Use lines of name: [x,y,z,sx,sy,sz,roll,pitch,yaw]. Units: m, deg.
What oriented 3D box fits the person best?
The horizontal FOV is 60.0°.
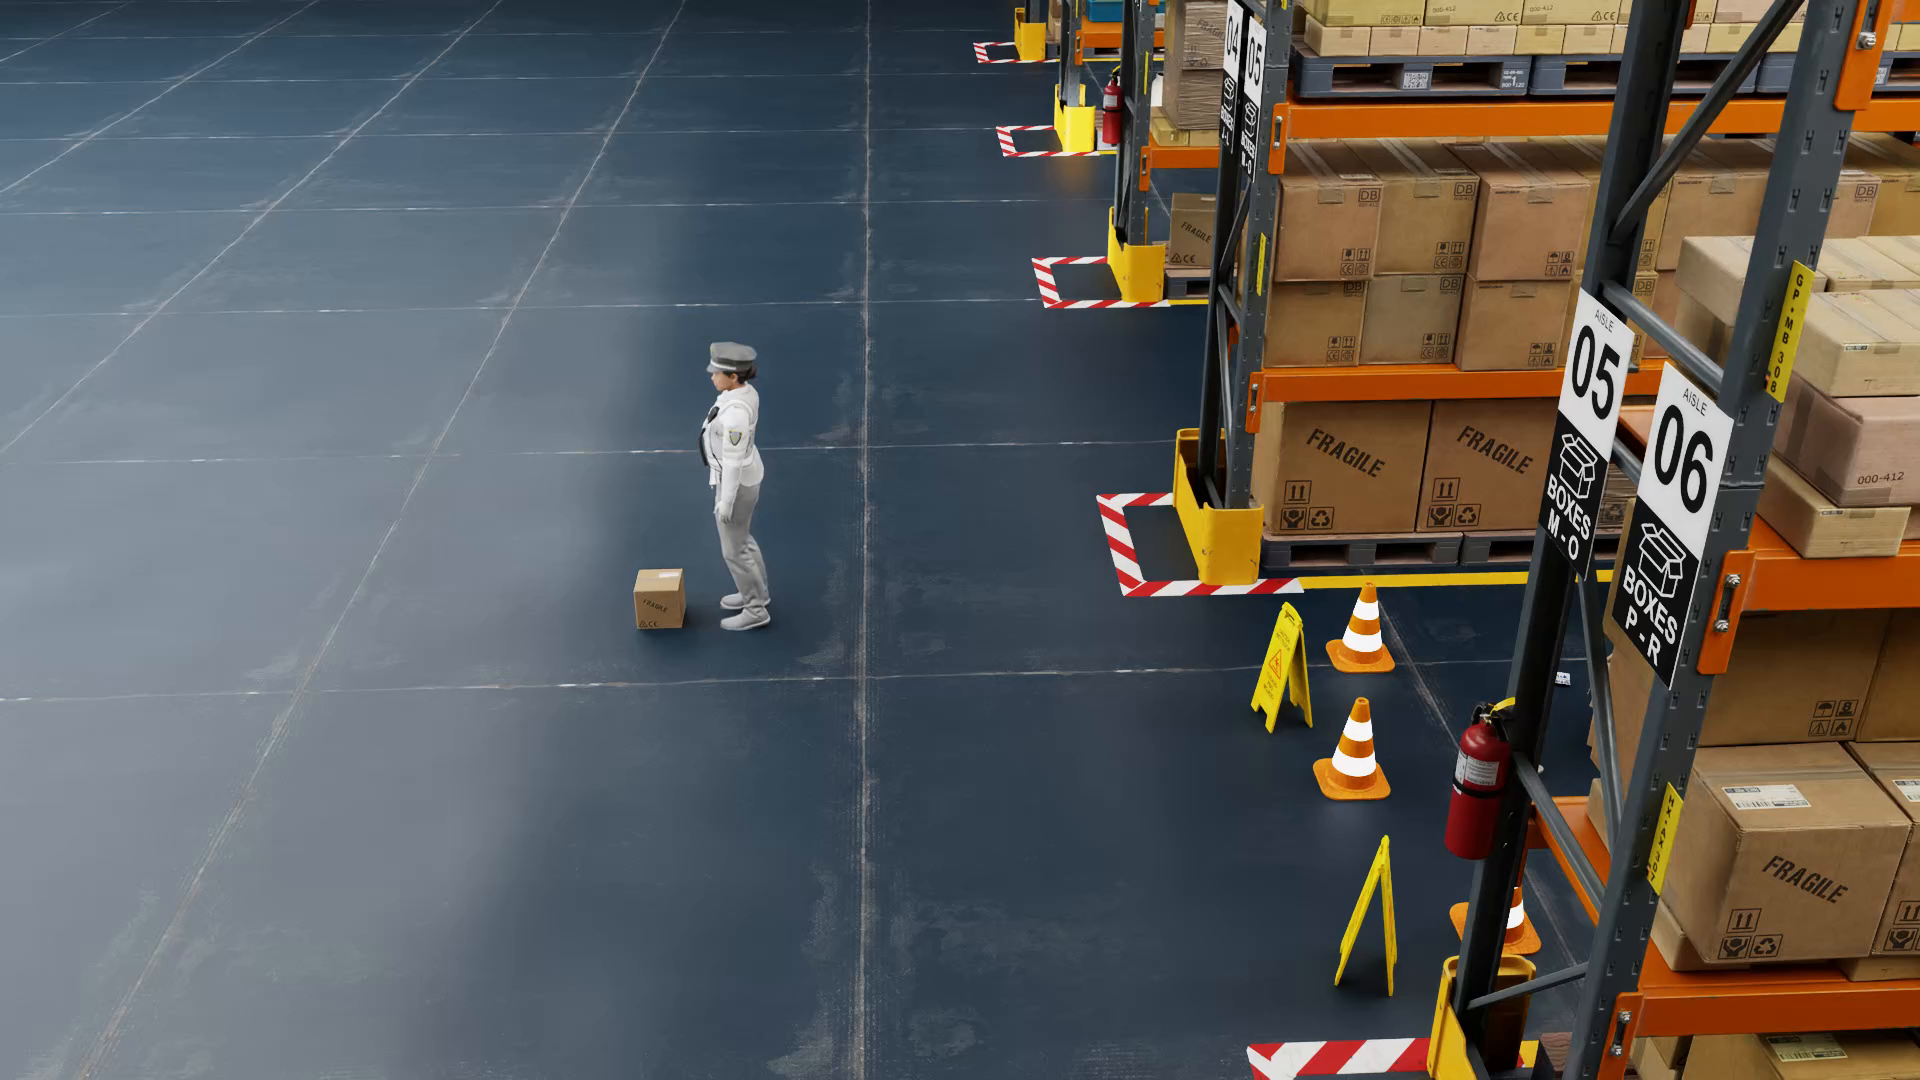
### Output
person: [-1.244,-0.289,9.184,0.329,1.680,0.467,-1,28,-1]
